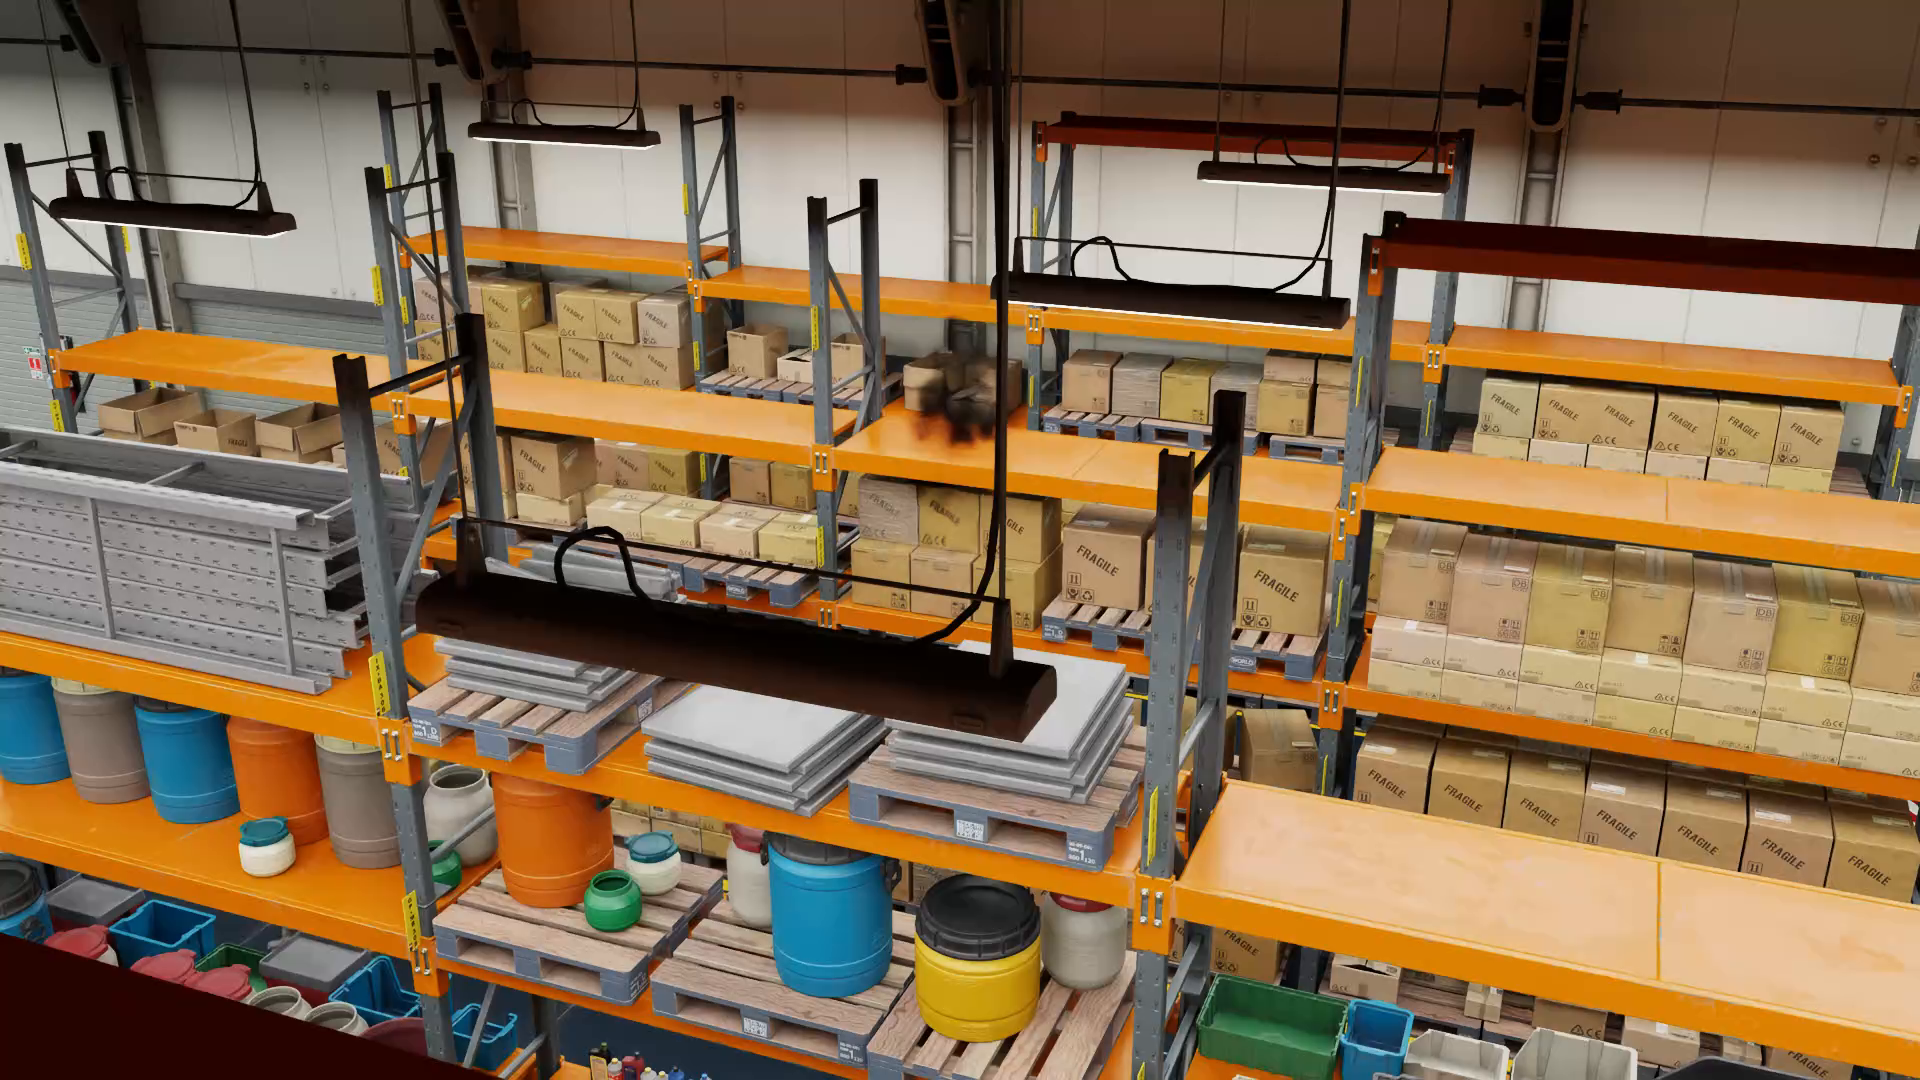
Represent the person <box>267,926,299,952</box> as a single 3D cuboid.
[{"bbox_3d":[-5.304,2.549,13.244,0.774,1.770,0.671,5,21,12],"label":"person"}]
